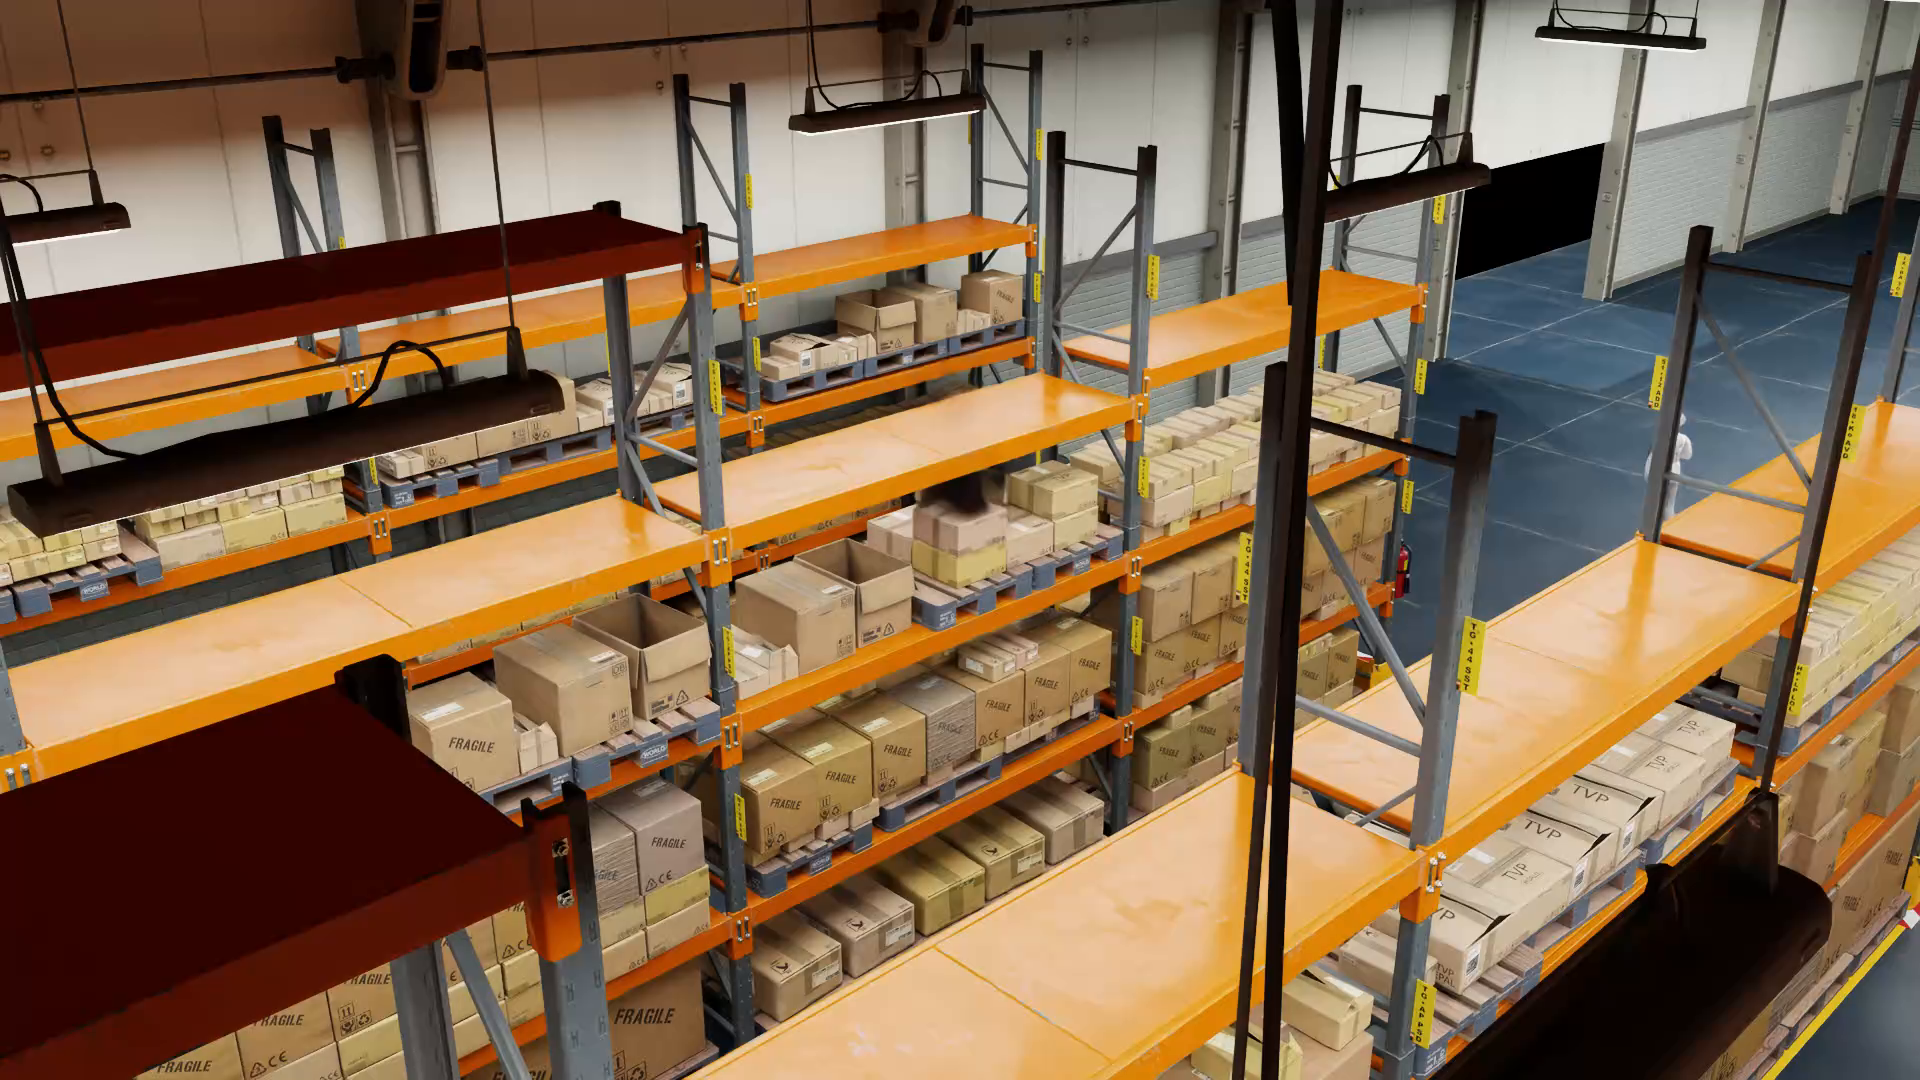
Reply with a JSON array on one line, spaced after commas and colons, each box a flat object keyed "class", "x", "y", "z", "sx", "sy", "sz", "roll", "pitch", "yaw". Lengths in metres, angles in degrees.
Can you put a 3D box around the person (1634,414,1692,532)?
[{"class": "person", "x": 8.643, "y": -0.749, "z": 20.403, "sx": 0.629, "sy": 1.721, "sz": 0.853, "roll": 1, "pitch": 22, "yaw": 2}]
